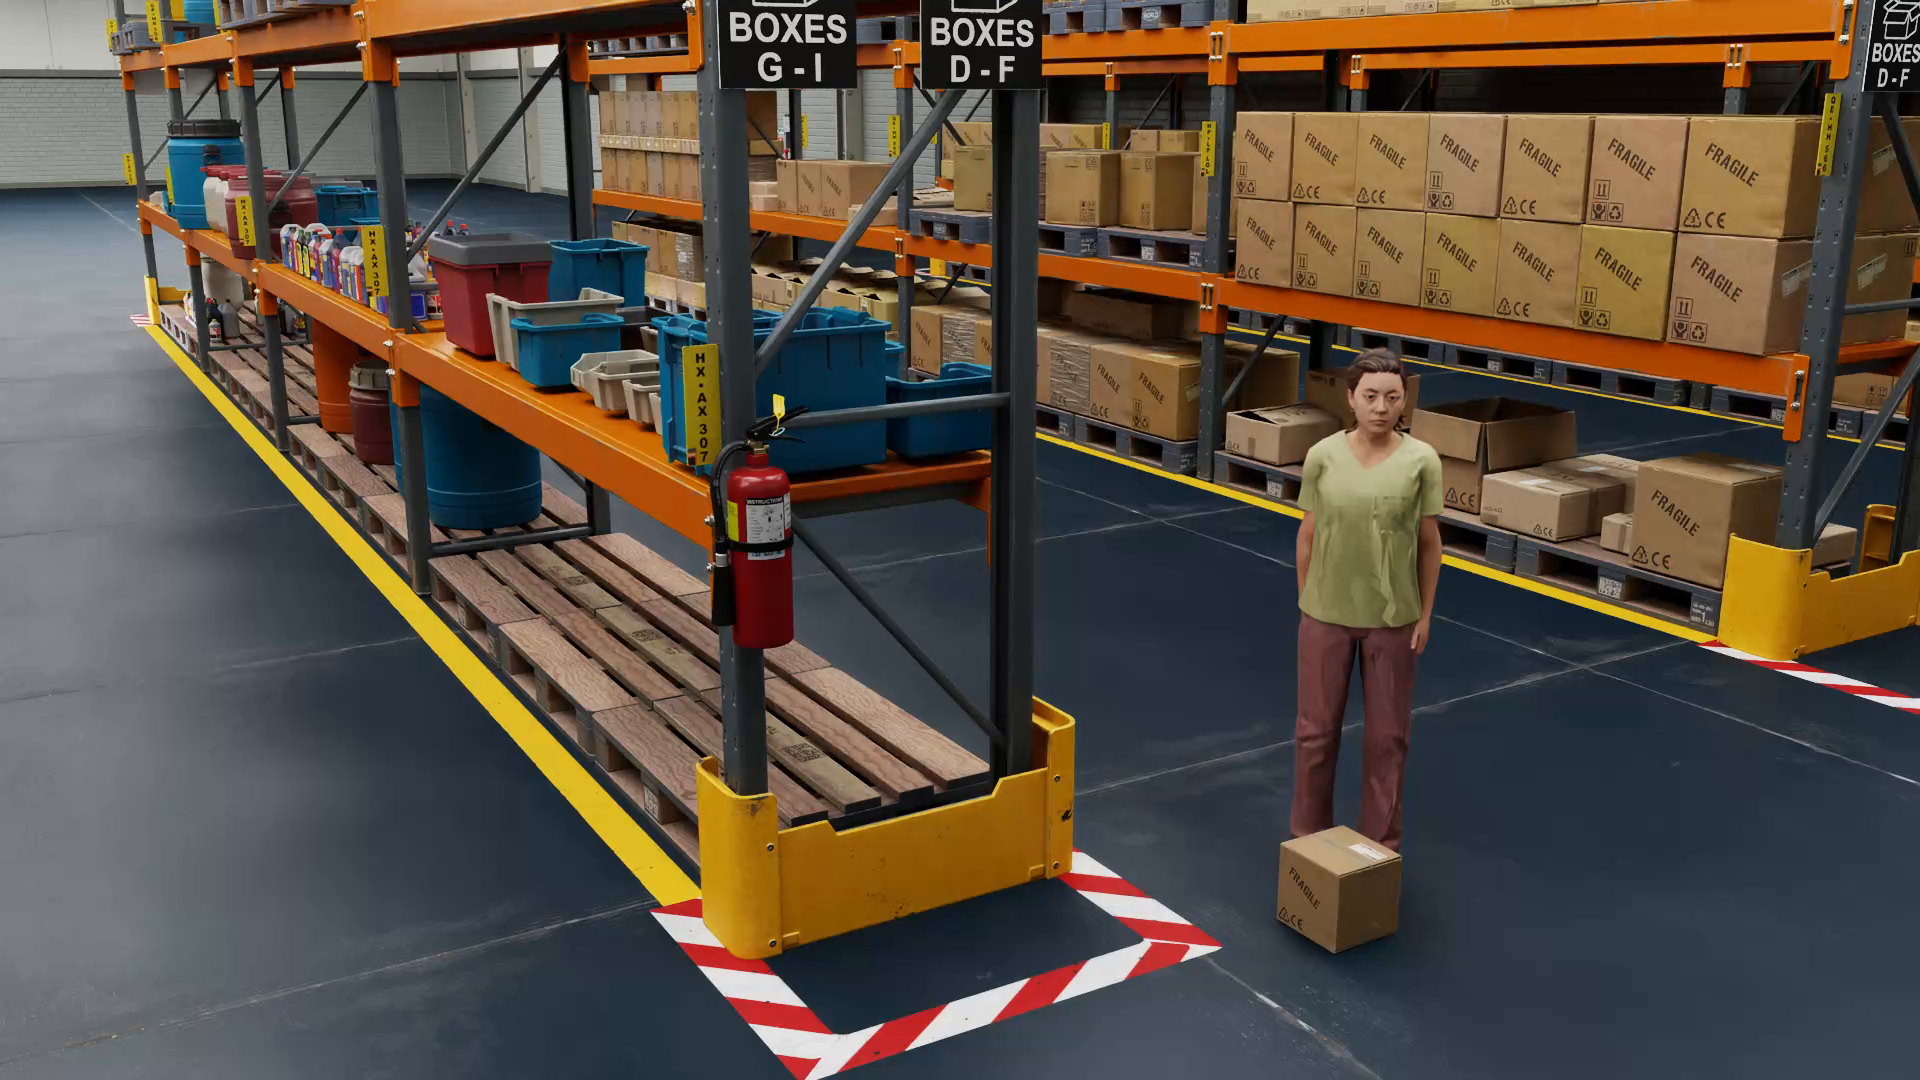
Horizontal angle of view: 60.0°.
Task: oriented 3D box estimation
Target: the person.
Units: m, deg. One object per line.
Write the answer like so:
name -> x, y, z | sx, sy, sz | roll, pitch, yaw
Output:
person -> 1.242, 0.243, 5.130 | 0.440, 1.675, 0.362 | 4, 15, 15
